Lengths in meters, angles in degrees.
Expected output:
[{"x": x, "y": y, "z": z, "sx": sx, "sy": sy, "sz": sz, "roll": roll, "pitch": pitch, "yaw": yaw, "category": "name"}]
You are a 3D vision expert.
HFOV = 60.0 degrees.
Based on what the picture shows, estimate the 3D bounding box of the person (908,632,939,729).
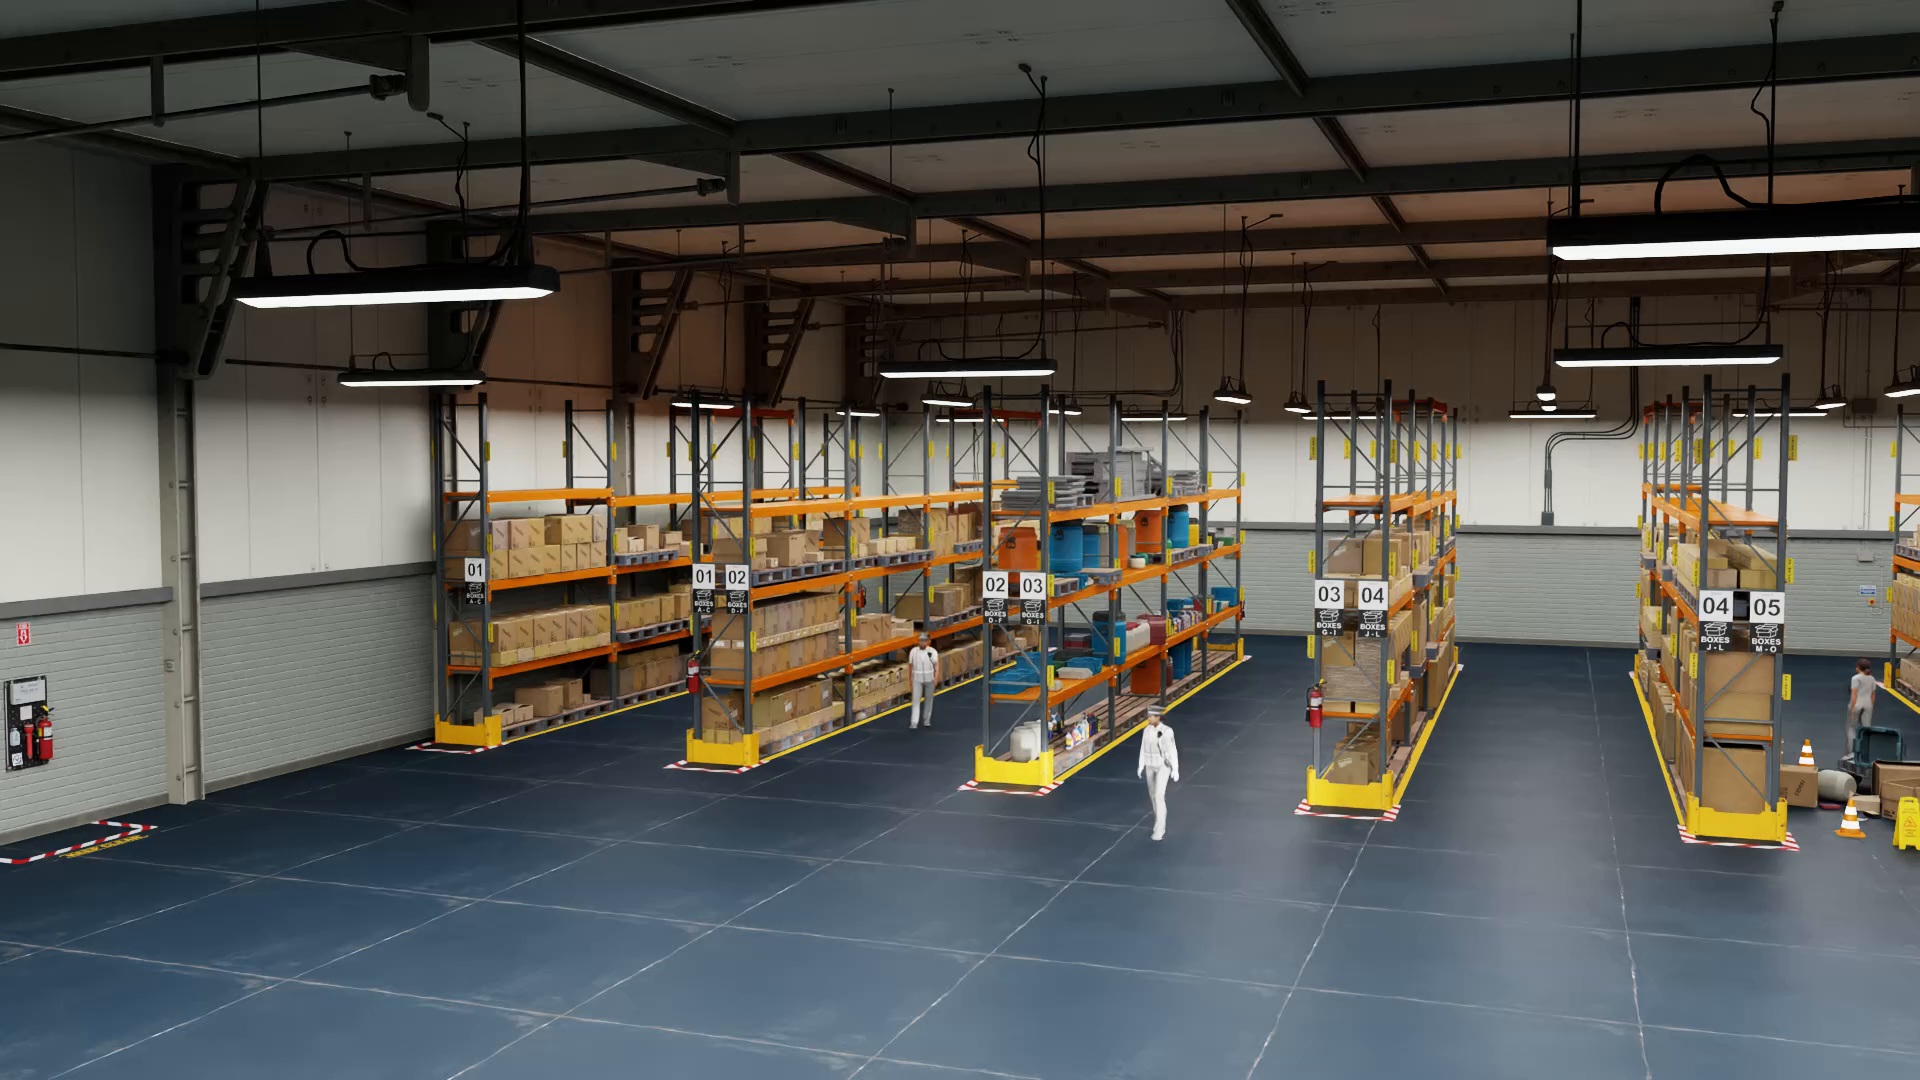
[{"x": -0.654, "y": 2.526, "z": 29.878, "sx": 0.565, "sy": 1.734, "sz": 0.960, "roll": 0, "pitch": 3, "yaw": -5, "category": "person"}]

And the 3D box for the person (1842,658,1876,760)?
[{"x": 14.529, "y": 2.770, "z": 26.784, "sx": 0.447, "sy": 1.715, "sz": 0.595, "roll": 1, "pitch": 3, "yaw": 13, "category": "person"}]

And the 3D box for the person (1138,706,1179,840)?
[{"x": 2.538, "y": 3.011, "z": 21.752, "sx": 0.622, "sy": 1.671, "sz": 0.590, "roll": -3, "pitch": 4, "yaw": -43, "category": "person"}]
